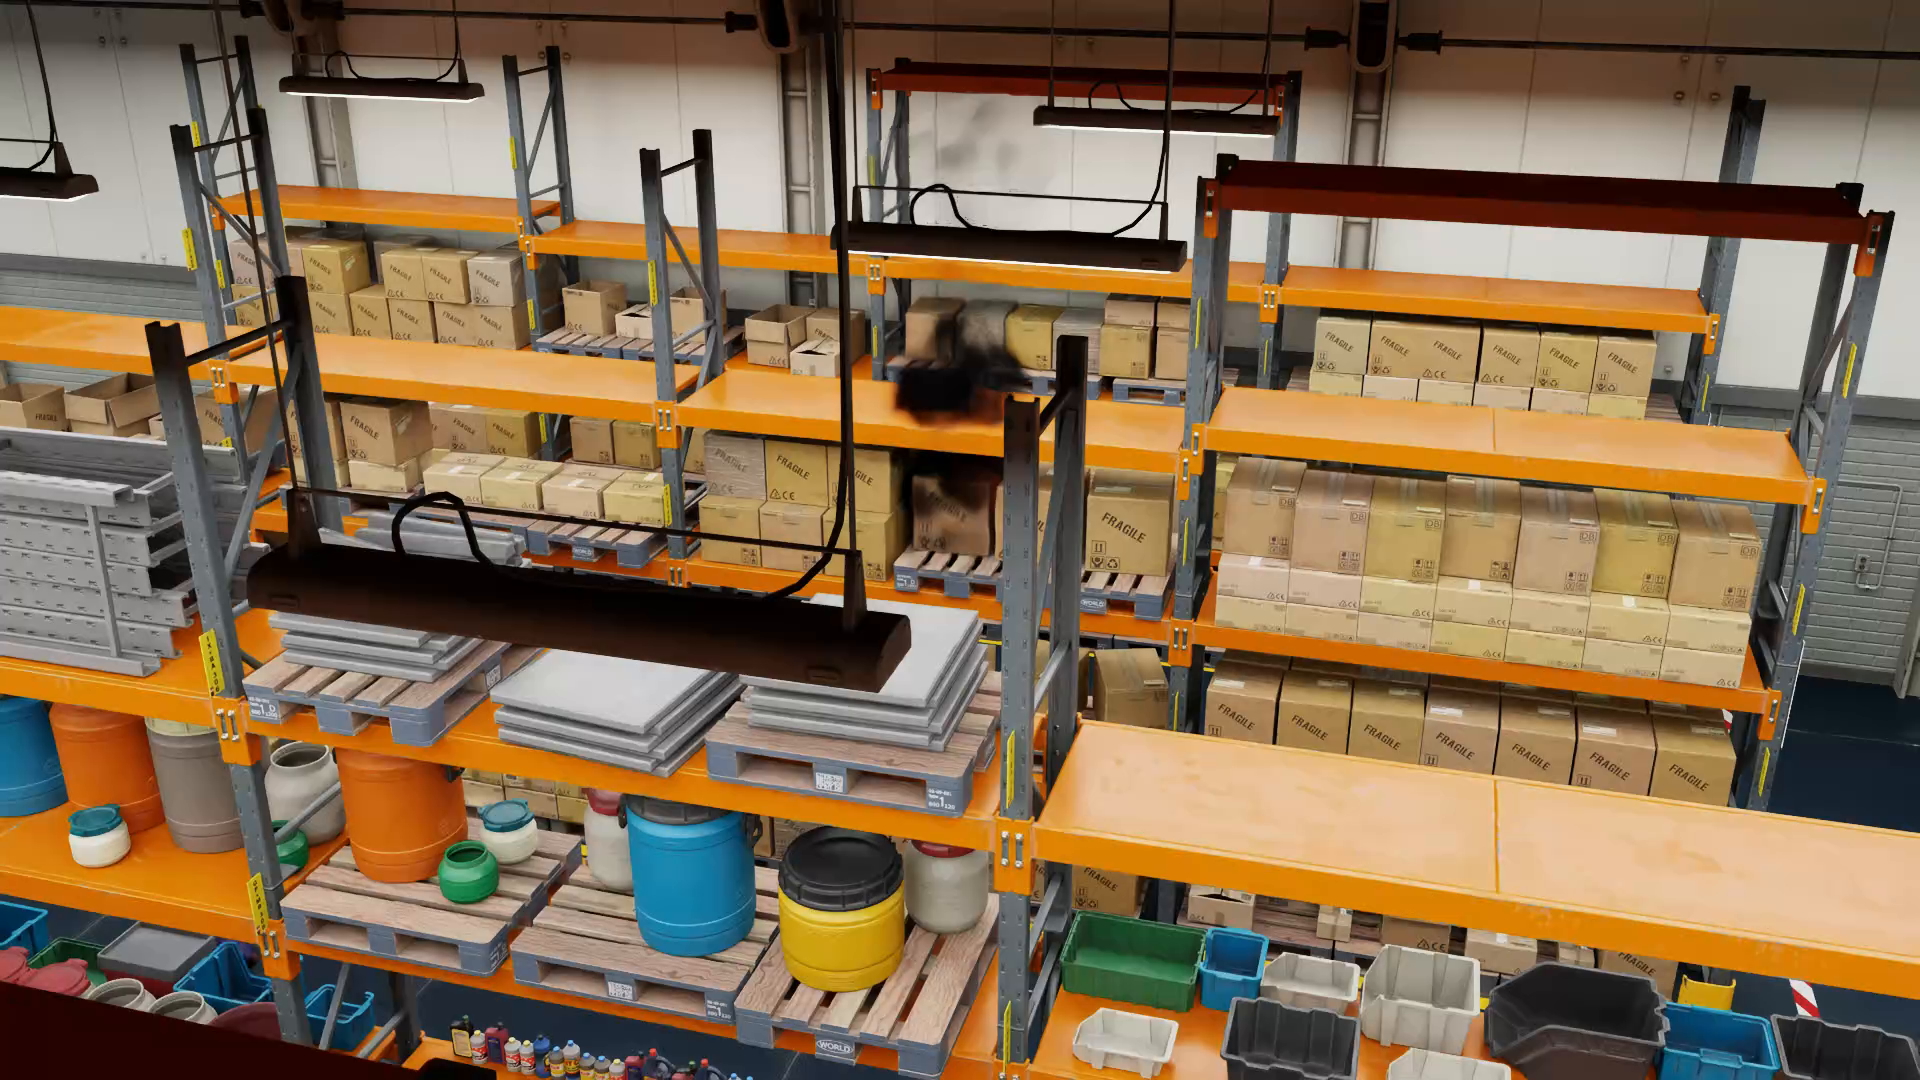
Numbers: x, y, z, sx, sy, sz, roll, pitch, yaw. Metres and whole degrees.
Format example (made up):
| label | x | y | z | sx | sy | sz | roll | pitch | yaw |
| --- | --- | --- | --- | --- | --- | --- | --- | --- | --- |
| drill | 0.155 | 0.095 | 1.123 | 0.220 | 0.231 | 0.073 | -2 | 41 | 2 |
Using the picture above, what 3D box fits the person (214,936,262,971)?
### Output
| label | x | y | z | sx | sy | sz | roll | pitch | yaw |
| --- | --- | --- | --- | --- | --- | --- | --- | --- | --- |
| person | -5.733 | 2.617 | 12.383 | 1.094 | 1.663 | 0.574 | 5 | 23 | 12 |
